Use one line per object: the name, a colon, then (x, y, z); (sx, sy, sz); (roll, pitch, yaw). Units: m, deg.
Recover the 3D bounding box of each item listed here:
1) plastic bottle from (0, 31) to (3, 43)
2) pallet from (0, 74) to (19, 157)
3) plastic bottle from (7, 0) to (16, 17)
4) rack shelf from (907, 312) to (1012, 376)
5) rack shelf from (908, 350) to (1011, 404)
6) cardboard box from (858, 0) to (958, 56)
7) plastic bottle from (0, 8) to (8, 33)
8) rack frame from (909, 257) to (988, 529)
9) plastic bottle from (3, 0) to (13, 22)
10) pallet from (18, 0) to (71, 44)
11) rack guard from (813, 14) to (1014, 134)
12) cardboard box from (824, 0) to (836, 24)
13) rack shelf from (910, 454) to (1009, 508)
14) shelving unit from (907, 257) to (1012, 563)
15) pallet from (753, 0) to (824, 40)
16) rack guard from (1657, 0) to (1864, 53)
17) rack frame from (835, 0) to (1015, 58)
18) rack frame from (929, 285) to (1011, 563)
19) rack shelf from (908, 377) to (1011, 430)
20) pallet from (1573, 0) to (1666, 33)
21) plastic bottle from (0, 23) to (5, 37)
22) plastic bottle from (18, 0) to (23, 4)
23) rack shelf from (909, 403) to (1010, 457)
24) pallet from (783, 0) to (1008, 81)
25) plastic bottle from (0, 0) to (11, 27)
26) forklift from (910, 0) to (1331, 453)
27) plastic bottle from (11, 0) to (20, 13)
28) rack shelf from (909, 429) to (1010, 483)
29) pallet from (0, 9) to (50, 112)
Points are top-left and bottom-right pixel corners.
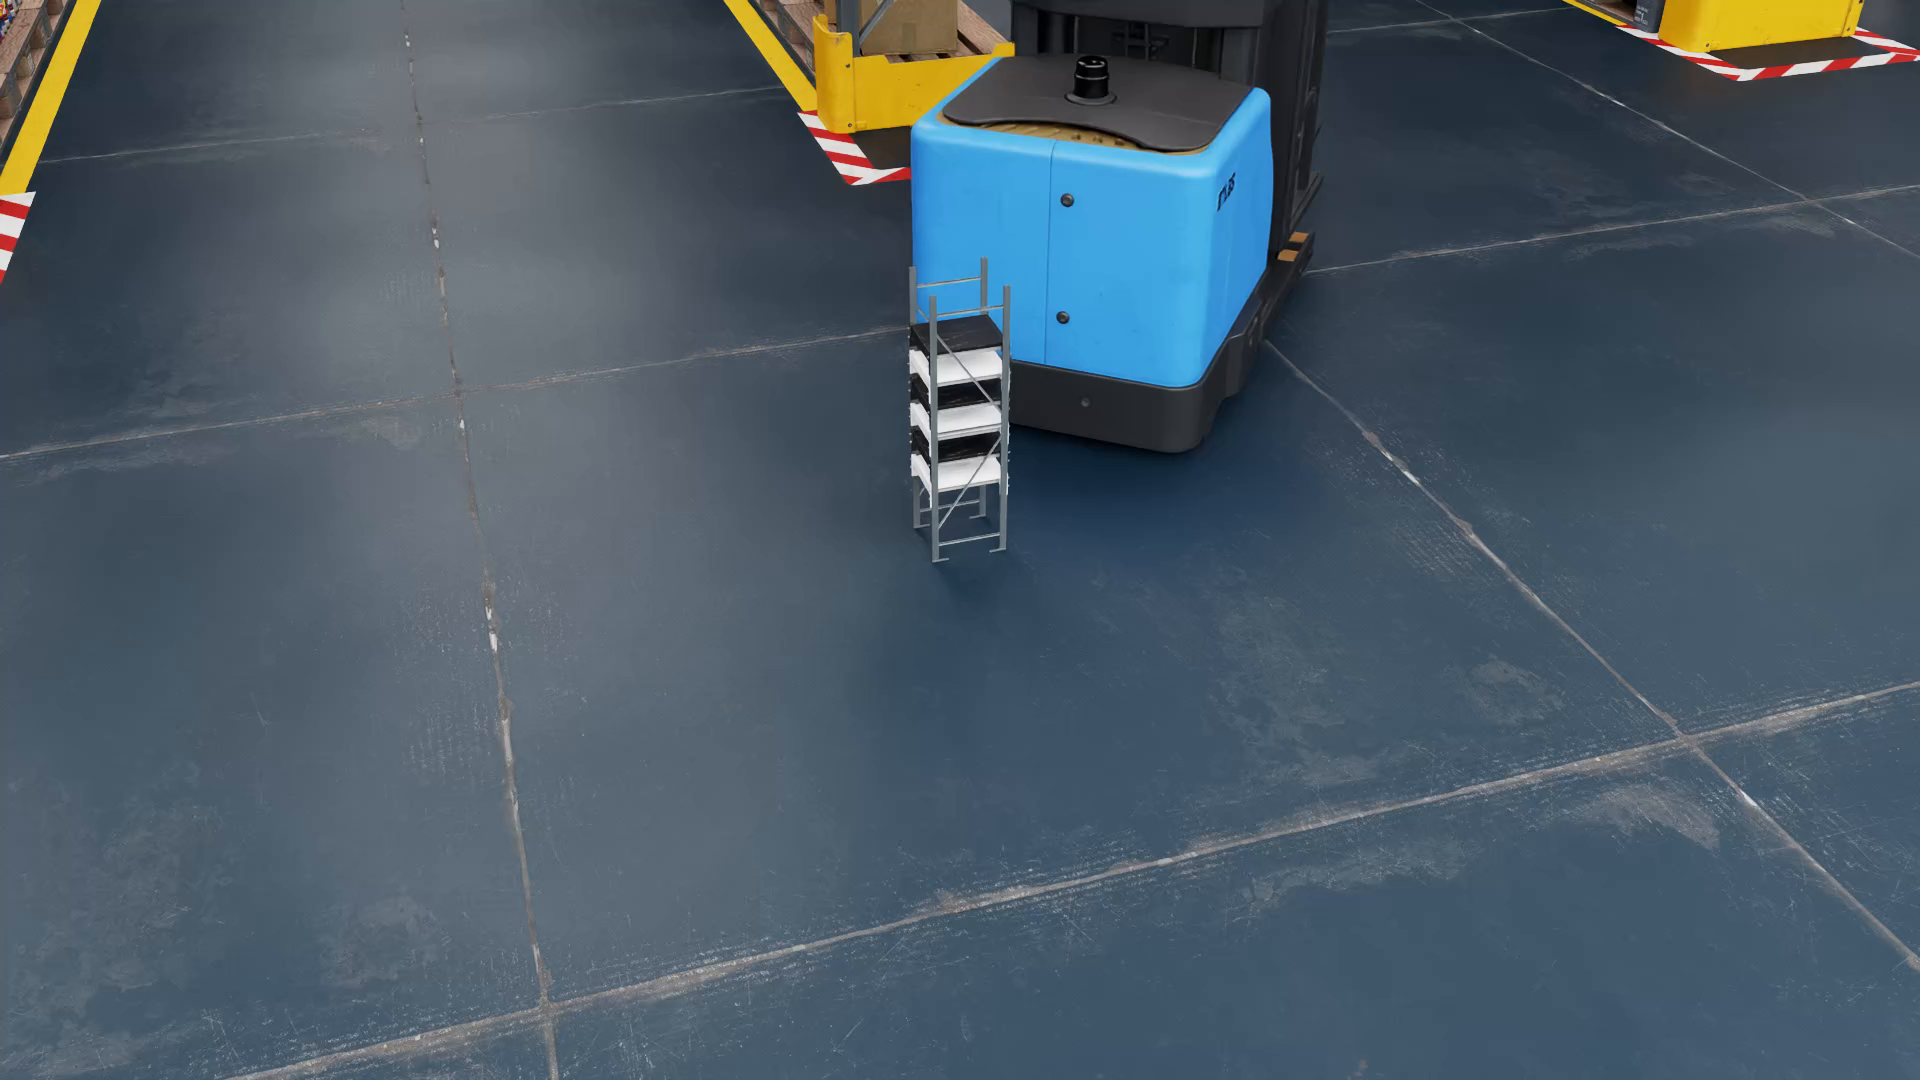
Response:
plastic bottle: (-5.141, -2.769, 8.785); (0.061, 0.283, 0.133); (-9, 35, -14)
pallet: (-5.144, -1.889, 7.917); (1.003, 0.211, 1.213); (-10, 35, -15)
plastic bottle: (-5.317, -3.006, 9.217); (0.097, 0.201, 0.097); (0, 33, 0)
rack shelf: (-0.002, -0.577, 4.878); (0.258, 0.077, 0.200); (-10, 35, -15)
rack shelf: (-0.002, -0.502, 4.928); (0.258, 0.077, 0.200); (-10, 35, -15)
cardboard box: (-0.291, -2.889, 8.787); (0.500, 0.500, 0.500); (-4, 34, -6)
plastic bottle: (-5.225, -2.875, 8.956); (0.097, 0.271, 0.097); (0, 33, 0)
rack frame: (-0.033, -0.433, 5.089); (0.240, 0.900, 0.006); (-10, 35, -15)
plastic bottle: (-5.286, -2.981, 9.117); (0.097, 0.271, 0.097); (0, 33, 0)
pallet: (-5.888, -3.170, 9.856); (1.003, 0.211, 1.213); (-10, 35, -15)
rack guard: (-0.139, -2.423, 8.463); (1.175, 0.500, 0.348); (-10, 35, -15)
cardboard box: (-0.506, -3.197, 9.254); (0.500, 0.500, 0.500); (-1, 33, -2)
rack shelf: (-0.002, -0.202, 5.126); (0.258, 0.077, 0.200); (-10, 35, -15)
shelving unit: (-0.002, -0.380, 5.008); (0.258, 0.900, 0.210); (-10, 35, -15)
pallet: (-0.722, -3.374, 10.165); (1.003, 0.211, 1.213); (-10, 35, -15)
rack guard: (4.645, -3.151, 9.566); (1.175, 0.500, 0.348); (-10, 35, -15)
rack frame: (-0.116, -3.426, 7.714); (1.000, 3.000, 0.127); (-10, 35, -15)
rack frame: (0.029, -0.326, 4.928); (0.240, 0.900, 0.006); (-10, 35, -15)
rack shelf: (-0.002, -0.427, 4.977); (0.258, 0.077, 0.200); (-10, 35, -15)
pallet: (4.320, -3.450, 10.280); (1.003, 0.211, 1.213); (-10, 35, -15)
plastic bottle: (-5.194, -2.822, 8.876); (0.097, 0.271, 0.097); (0, 33, 0)
plastic bottle: (-5.425, -3.211, 9.393); (0.144, 0.351, 0.185); (-10, 35, -15)
rack shelf: (-0.002, -0.352, 5.027); (0.258, 0.077, 0.200); (-10, 35, -15)
pallet: (-0.354, -2.735, 9.197); (1.003, 0.211, 1.213); (-10, 35, -15)
plastic bottle: (-5.255, -2.898, 9.054); (0.097, 0.201, 0.097); (0, 33, 0)
forklift: (0.837, -2.318, 6.099); (1.130, 2.935, 3.031); (12, 35, 18)
plastic bottle: (-5.380, -3.094, 9.283); (0.152, 0.276, 0.135); (-9, 35, -14)
rack shelf: (-0.002, -0.277, 5.076); (0.258, 0.077, 0.200); (-10, 35, -15)
pallet: (-5.512, -2.528, 8.885); (1.003, 0.211, 1.213); (-10, 35, -15)
